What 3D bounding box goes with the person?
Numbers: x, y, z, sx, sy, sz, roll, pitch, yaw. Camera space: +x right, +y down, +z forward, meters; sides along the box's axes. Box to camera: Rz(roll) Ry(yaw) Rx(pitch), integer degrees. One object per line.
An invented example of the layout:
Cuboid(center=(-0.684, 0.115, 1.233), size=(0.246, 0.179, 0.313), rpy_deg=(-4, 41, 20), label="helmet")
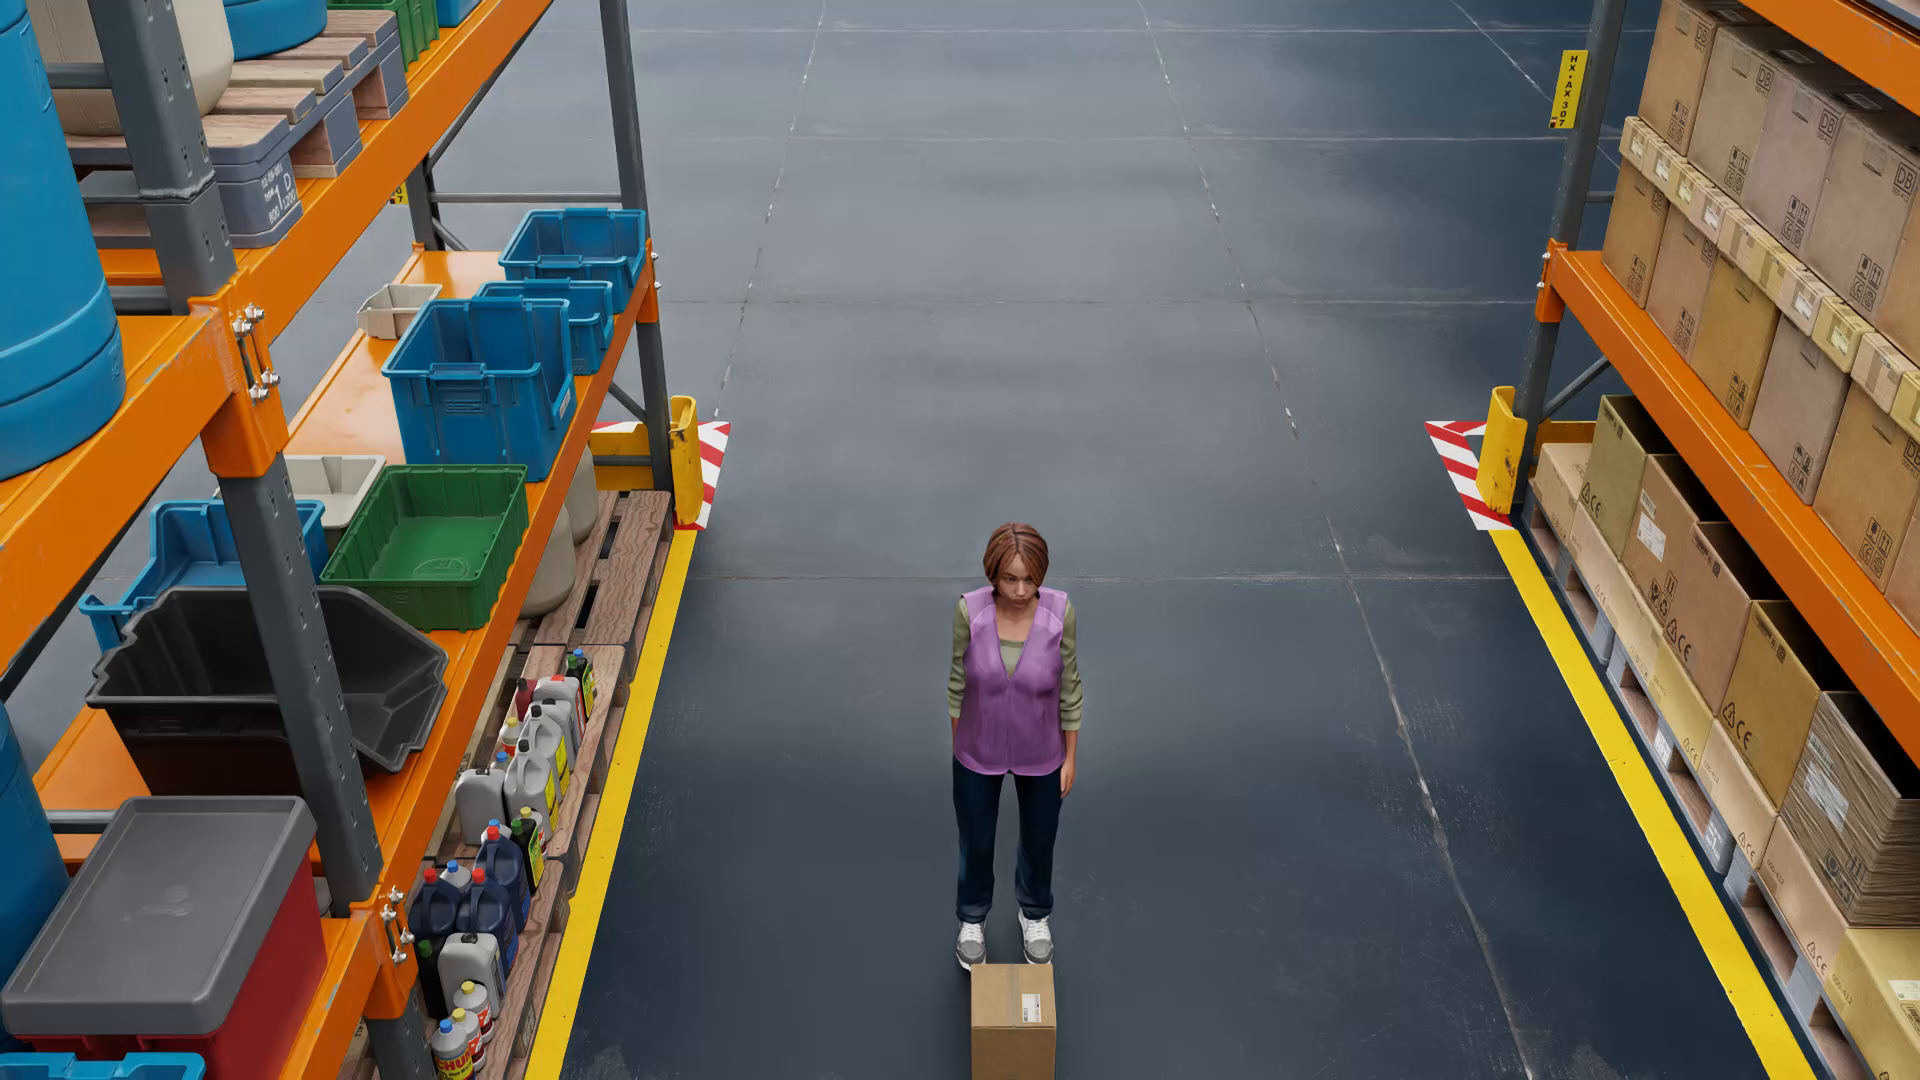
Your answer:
Cuboid(center=(0.166, 0.658, 5.103), size=(0.409, 1.613, 0.313), rpy_deg=(1, 32, 1), label="person")
